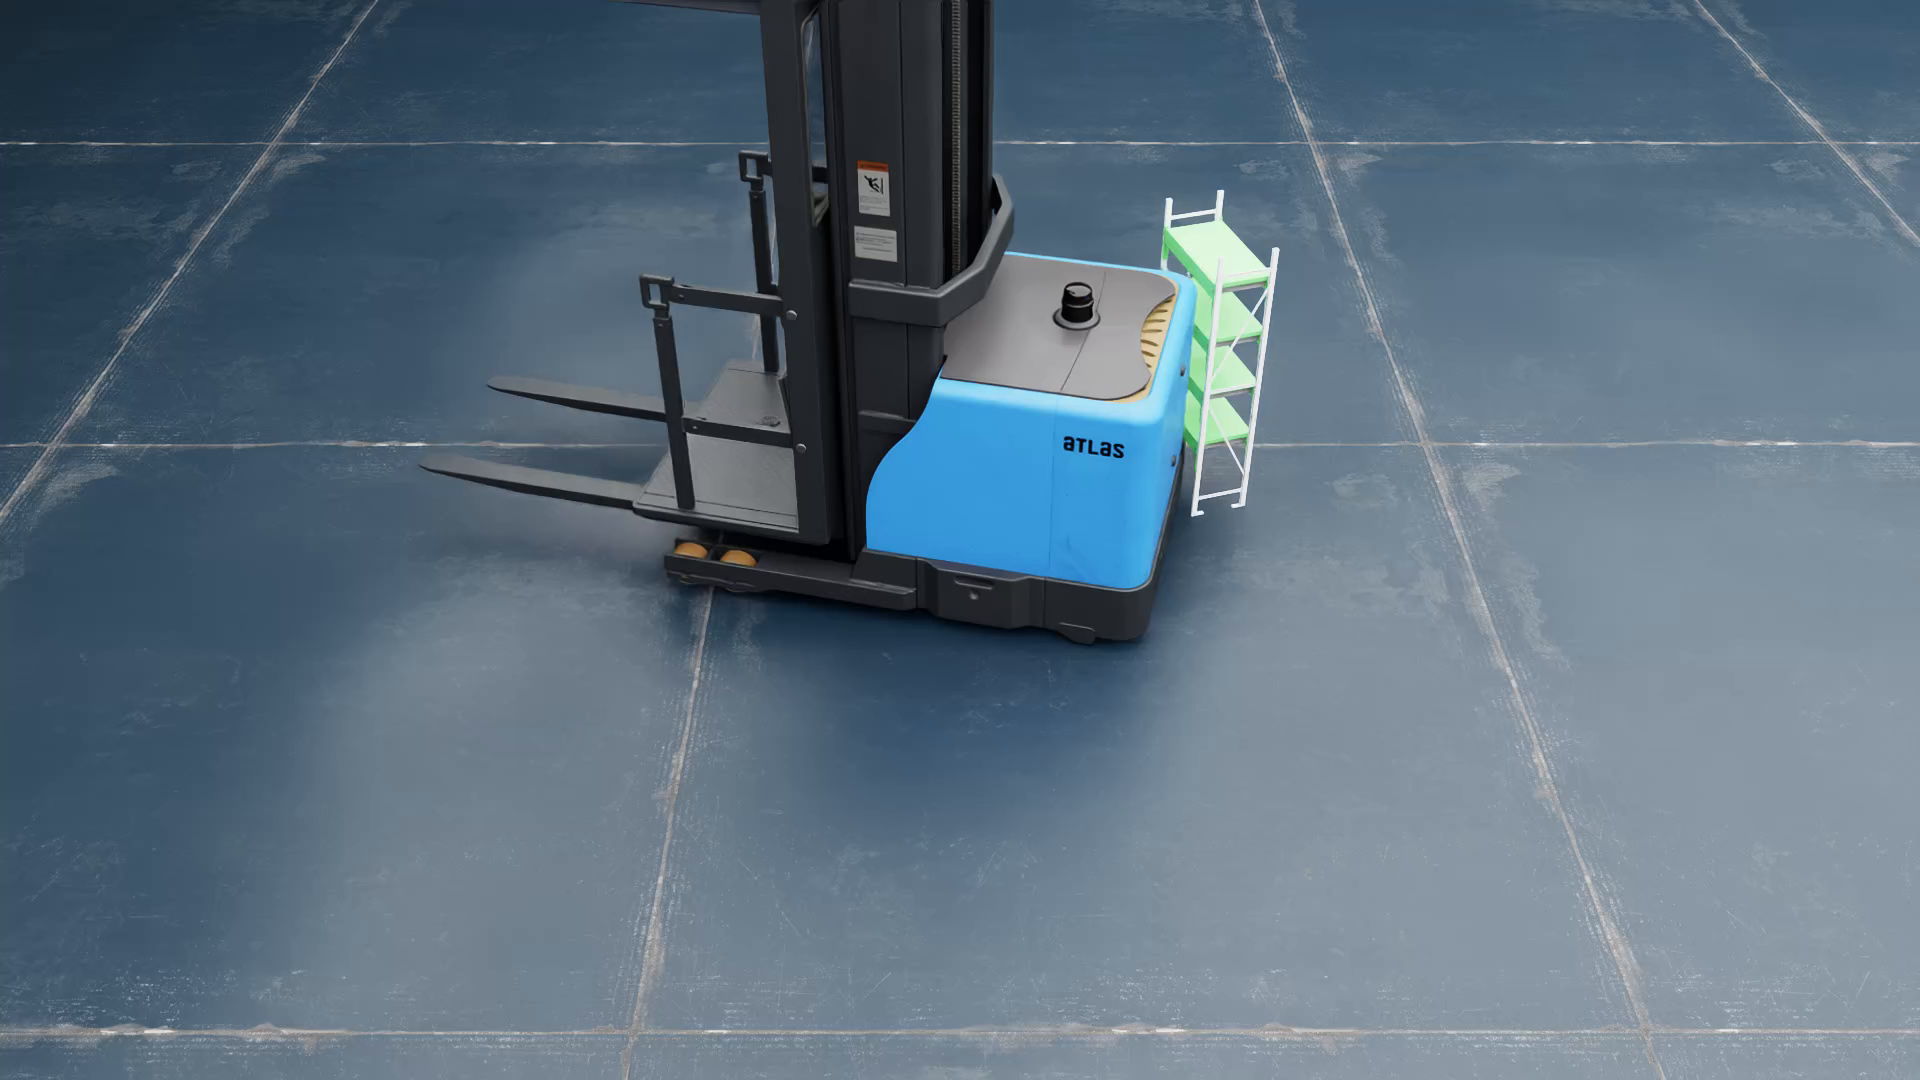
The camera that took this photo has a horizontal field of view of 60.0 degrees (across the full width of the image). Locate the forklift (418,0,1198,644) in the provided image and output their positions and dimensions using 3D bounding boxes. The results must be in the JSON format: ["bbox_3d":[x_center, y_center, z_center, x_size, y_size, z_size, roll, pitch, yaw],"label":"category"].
[{"bbox_3d":[-0.663,-1.249,5.964,3.031,2.935,1.130,9,40,11],"label":"forklift"}]

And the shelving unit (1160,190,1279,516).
[{"bbox_3d":[0.996,-0.738,6.711,0.258,1.200,0.503,-11,40,-14],"label":"shelving unit"}]

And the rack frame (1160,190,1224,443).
[{"bbox_3d":[0.922,-0.883,6.893,0.240,1.200,0.015,-11,40,-14],"label":"rack frame"}]

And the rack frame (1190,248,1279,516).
[{"bbox_3d":[1.070,-0.592,6.530,0.240,1.200,0.015,-11,40,-14],"label":"rack frame"}]

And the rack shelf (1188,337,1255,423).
[{"bbox_3d":[0.996,-0.688,6.751,0.258,0.148,0.480,-11,40,-14],"label":"rack shelf"}]

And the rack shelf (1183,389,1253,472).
[{"bbox_3d":[0.996,-0.501,6.901,0.258,0.148,0.480,-11,40,-14],"label":"rack shelf"}]

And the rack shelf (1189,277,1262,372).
[{"bbox_3d":[0.996,-0.875,6.601,0.258,0.148,0.480,-11,40,-14],"label":"rack shelf"}]

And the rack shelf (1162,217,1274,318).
[{"bbox_3d":[0.996,-1.063,6.451,0.258,0.148,0.480,-11,40,-14],"label":"rack shelf"}]
